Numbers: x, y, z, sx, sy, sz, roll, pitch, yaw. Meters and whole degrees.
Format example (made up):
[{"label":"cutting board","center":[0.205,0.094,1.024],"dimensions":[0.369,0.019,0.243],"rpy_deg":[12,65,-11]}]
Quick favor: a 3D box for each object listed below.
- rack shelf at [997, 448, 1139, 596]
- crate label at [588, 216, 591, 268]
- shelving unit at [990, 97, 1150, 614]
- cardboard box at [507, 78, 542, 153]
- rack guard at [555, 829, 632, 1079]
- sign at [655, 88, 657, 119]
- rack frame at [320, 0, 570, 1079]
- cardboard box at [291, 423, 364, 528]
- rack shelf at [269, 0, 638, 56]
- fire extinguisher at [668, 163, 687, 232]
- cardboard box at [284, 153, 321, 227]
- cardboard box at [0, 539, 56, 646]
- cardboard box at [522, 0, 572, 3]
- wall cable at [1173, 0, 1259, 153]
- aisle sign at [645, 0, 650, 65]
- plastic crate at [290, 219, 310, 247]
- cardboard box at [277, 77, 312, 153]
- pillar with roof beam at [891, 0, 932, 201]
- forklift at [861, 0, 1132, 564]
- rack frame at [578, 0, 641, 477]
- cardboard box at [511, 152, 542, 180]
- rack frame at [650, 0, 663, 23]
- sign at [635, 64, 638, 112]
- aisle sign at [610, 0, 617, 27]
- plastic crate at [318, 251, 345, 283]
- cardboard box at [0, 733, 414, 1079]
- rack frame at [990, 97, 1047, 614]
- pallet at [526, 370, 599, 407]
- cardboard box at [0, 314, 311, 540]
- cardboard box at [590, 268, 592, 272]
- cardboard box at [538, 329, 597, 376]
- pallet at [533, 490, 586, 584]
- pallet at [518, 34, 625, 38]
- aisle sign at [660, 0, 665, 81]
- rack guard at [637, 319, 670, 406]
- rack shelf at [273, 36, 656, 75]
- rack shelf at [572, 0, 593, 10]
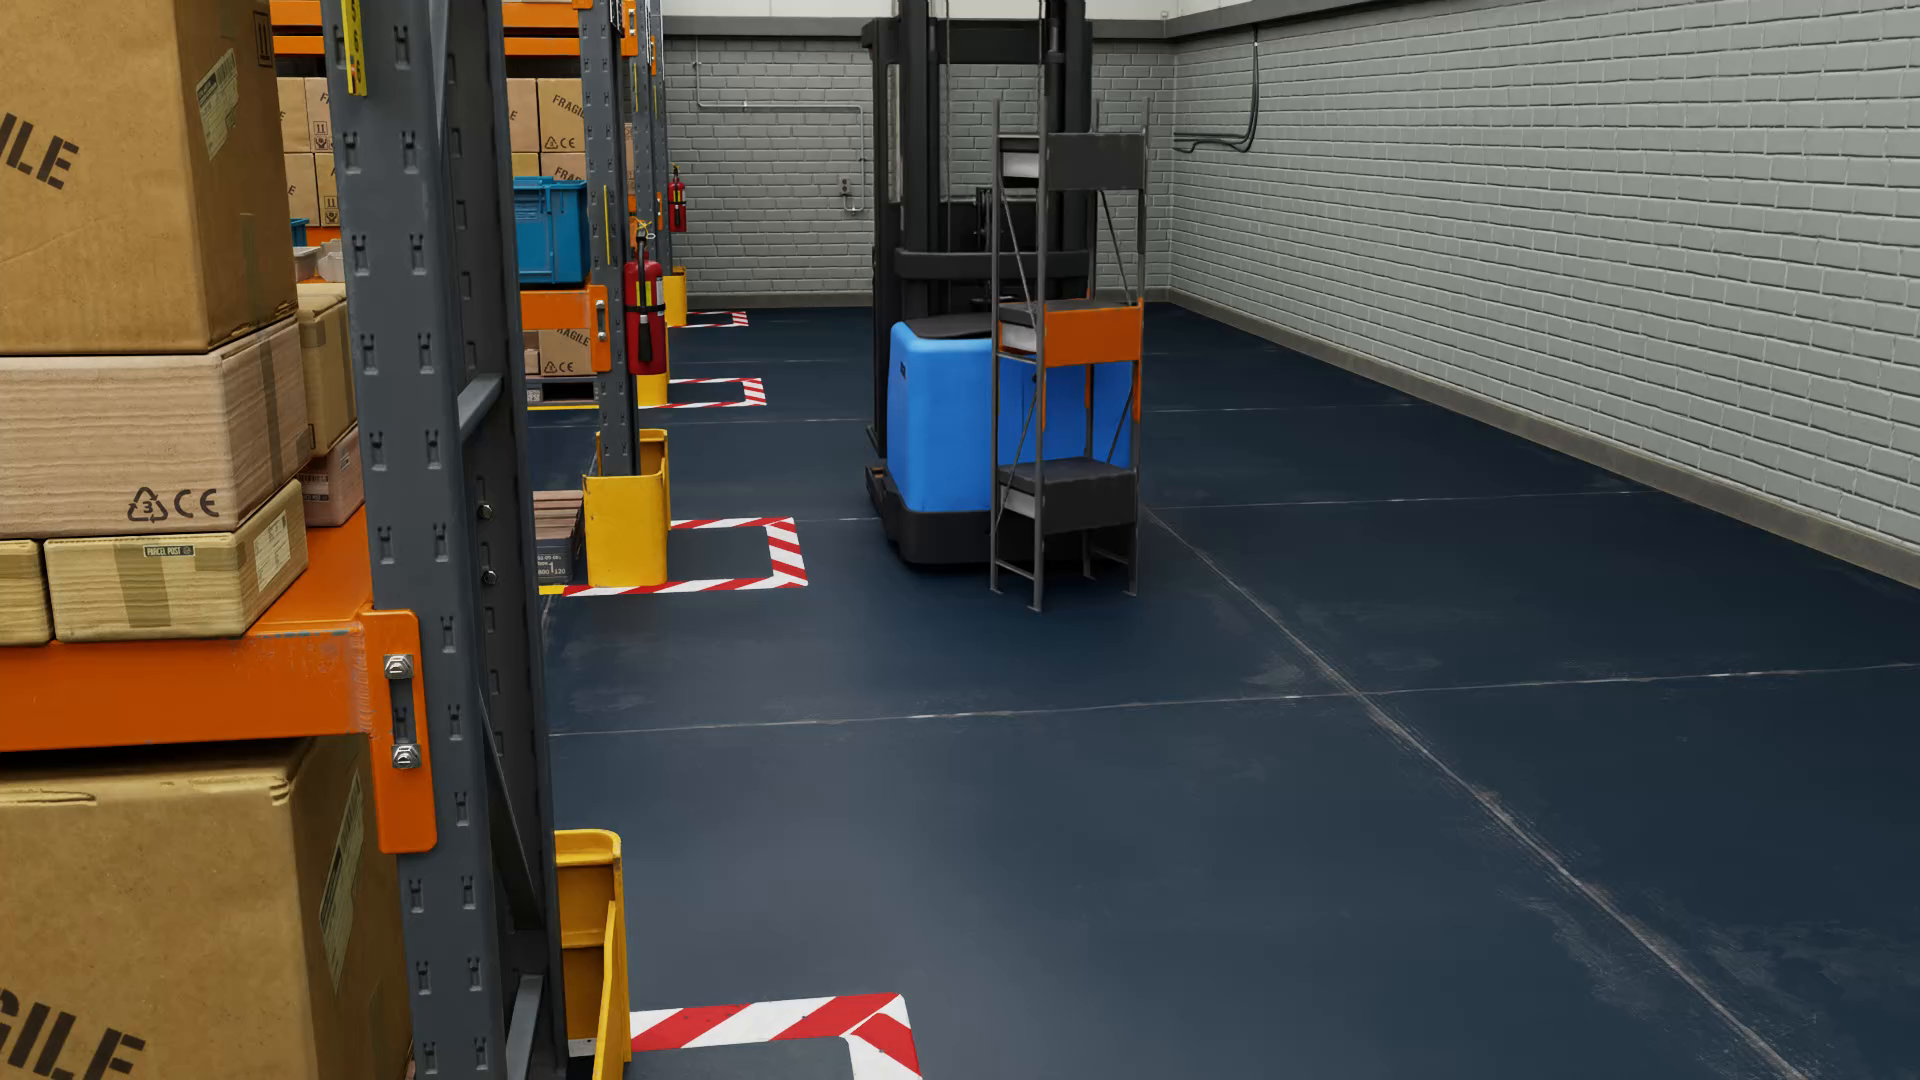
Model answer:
[{"label":"rack shelf","center":[0.451,-0.088,7.192],"dimensions":[0.480,0.518,0.431],"rpy_deg":[-8,16,-28]},{"label":"crate label","center":[-1.881,-1.401,7.862],"dimensions":[0.303,0.233,0.416],"rpy_deg":[-2,14,-8]},{"label":"shelving unit","center":[0.451,-0.781,7.018],"dimensions":[0.503,2.100,0.431],"rpy_deg":[-8,16,-28]},{"label":"cardboard box","center":[-3.221,-3.007,11.784],"dimensions":[0.500,0.500,0.500],"rpy_deg":[-2,14,-7]},{"label":"rack guard","center":[-0.826,1.020,3.126],"dimensions":[0.348,0.500,1.175],"rpy_deg":[-2,14,-8]},{"label":"sign","center":[-2.997,-4.311,16.379],"dimensions":[0.005,0.325,0.100],"rpy_deg":[-2,14,-8]},{"label":"rack frame","center":[-0.850,-0.191,2.818],"dimensions":[0.127,3.000,1.000],"rpy_deg":[-2,14,-8]},{"label":"cardboard box","center":[-1.250,-0.136,3.114],"dimensions":[0.250,0.149,0.380],"rpy_deg":[-2,14,-8]},{"label":"rack shelf","center":[-4.300,-3.608,11.754],"dimensions":[4.000,0.370,1.077],"rpy_deg":[-2,14,-8]},{"label":"fire extinguisher","center":[-2.846,-3.442,16.705],"dimensions":[0.183,0.674,0.296],"rpy_deg":[-2,14,-8]},{"label":"cardboard box","center":[-4.732,-2.468,11.689],"dimensions":[0.500,0.500,0.500],"rpy_deg":[-2,14,-9]},{"label":"cardboard box","center":[-1.410,0.033,2.442],"dimensions":[0.250,0.149,0.380],"rpy_deg":[-2,14,-8]},{"label":"cardboard box","center":[-2.791,-3.874,11.646],"dimensions":[0.500,0.250,0.500],"rpy_deg":[-2,14,-8]},{"label":"wall cable","center":[2.582,-5.288,17.193],"dimensions":[0.112,2.526,3.097],"rpy_deg":[-2,14,-8]},{"label":"aisle sign","center":[-2.209,-3.764,11.720],"dimensions":[0.004,0.787,0.394],"rpy_deg":[-2,14,-8]},{"label":"plastic crate","center":[-3.183,-1.353,7.672],"dimensions":[0.300,0.233,0.416],"rpy_deg":[-2,14,-8]},{"label":"cardboard box","center":[-4.751,-2.949,11.555],"dimensions":[0.500,0.500,0.500],"rpy_deg":[-3,14,-10]},{"label":"pillar with roof beam","center":[0.119,-5.946,13.432],"dimensions":[0.400,9.000,9.100],"rpy_deg":[-2,14,-8]},{"label":"forklift","center":[0.077,-1.620,8.658],"dimensions":[1.130,2.935,3.031],"rpy_deg":[-2,14,-8]},{"label":"rack frame","center":[-1.588,-1.383,7.569],"dimensions":[0.127,3.000,1.000],"rpy_deg":[-2,14,-8]},{"label":"cardboard box","center":[-3.237,-2.521,11.904],"dimensions":[0.500,0.500,0.500],"rpy_deg":[-2,14,-8]},{"label":"rack frame","center":[-3.064,-6.676,16.341],"dimensions":[0.127,3.000,1.000],"rpy_deg":[-2,14,-8]},{"label":"sign","center":[-2.259,-3.155,11.606],"dimensions":[0.005,0.325,0.100],"rpy_deg":[-2,14,-8]},{"label":"aisle sign","center":[-1.473,-2.576,6.982],"dimensions":[0.004,0.787,0.394],"rpy_deg":[-2,14,-8]},{"label":"plastic crate","center":[-2.656,-1.204,7.274],"dimensions":[0.243,0.136,0.396],"rpy_deg":[-2,14,-8]},{"label":"cardboard box","center":[-1.471,0.678,2.856],"dimensions":[0.875,0.875,0.875],"rpy_deg":[-2,14,-8]},{"label":"rack frame","center":[0.237,-0.752,6.903],"dimensions":[0.015,2.100,0.400],"rpy_deg":[-8,16,-28]},{"label":"pallet","center":[-3.185,-1.190,12.532],"dimensions":[1.213,0.211,1.003],"rpy_deg":[-2,14,-8]},{"label":"cardboard box","center":[-1.290,-0.181,2.476],"dimensions":[0.500,0.250,0.500],"rpy_deg":[-2,14,-9]},{"label":"cardboard box","center":[-3.741,-2.707,17.127],"dimensions":[0.500,0.500,0.700],"rpy_deg":[-2,14,-8]},{"label":"cardboard box","center":[-2.823,-1.496,12.256],"dimensions":[0.500,0.500,0.500],"rpy_deg":[-2,14,-8]},{"label":"pallet","center":[-2.409,-0.010,7.826],"dimensions":[1.213,0.211,1.003],"rpy_deg":[-2,14,-8]},{"label":"pallet","center":[-3.796,-5.148,16.600],"dimensions":[1.213,0.211,1.003],"rpy_deg":[-2,14,-8]},{"label":"aisle sign","center":[-2.948,-4.957,16.477],"dimensions":[0.004,0.787,0.394],"rpy_deg":[-2,14,-8]},{"label":"rack guard","center":[-2.397,-1.359,12.613],"dimensions":[0.348,0.500,1.175],"rpy_deg":[-2,14,-8]},{"label":"rack shelf","center":[-5.041,-4.799,16.504],"dimensions":[4.000,0.370,1.077],"rpy_deg":[-2,14,-8]},{"label":"rack shelf","center":[-3.565,-2.416,7.002],"dimensions":[4.000,0.370,1.077],"rpy_deg":[-2,14,-8]}]
